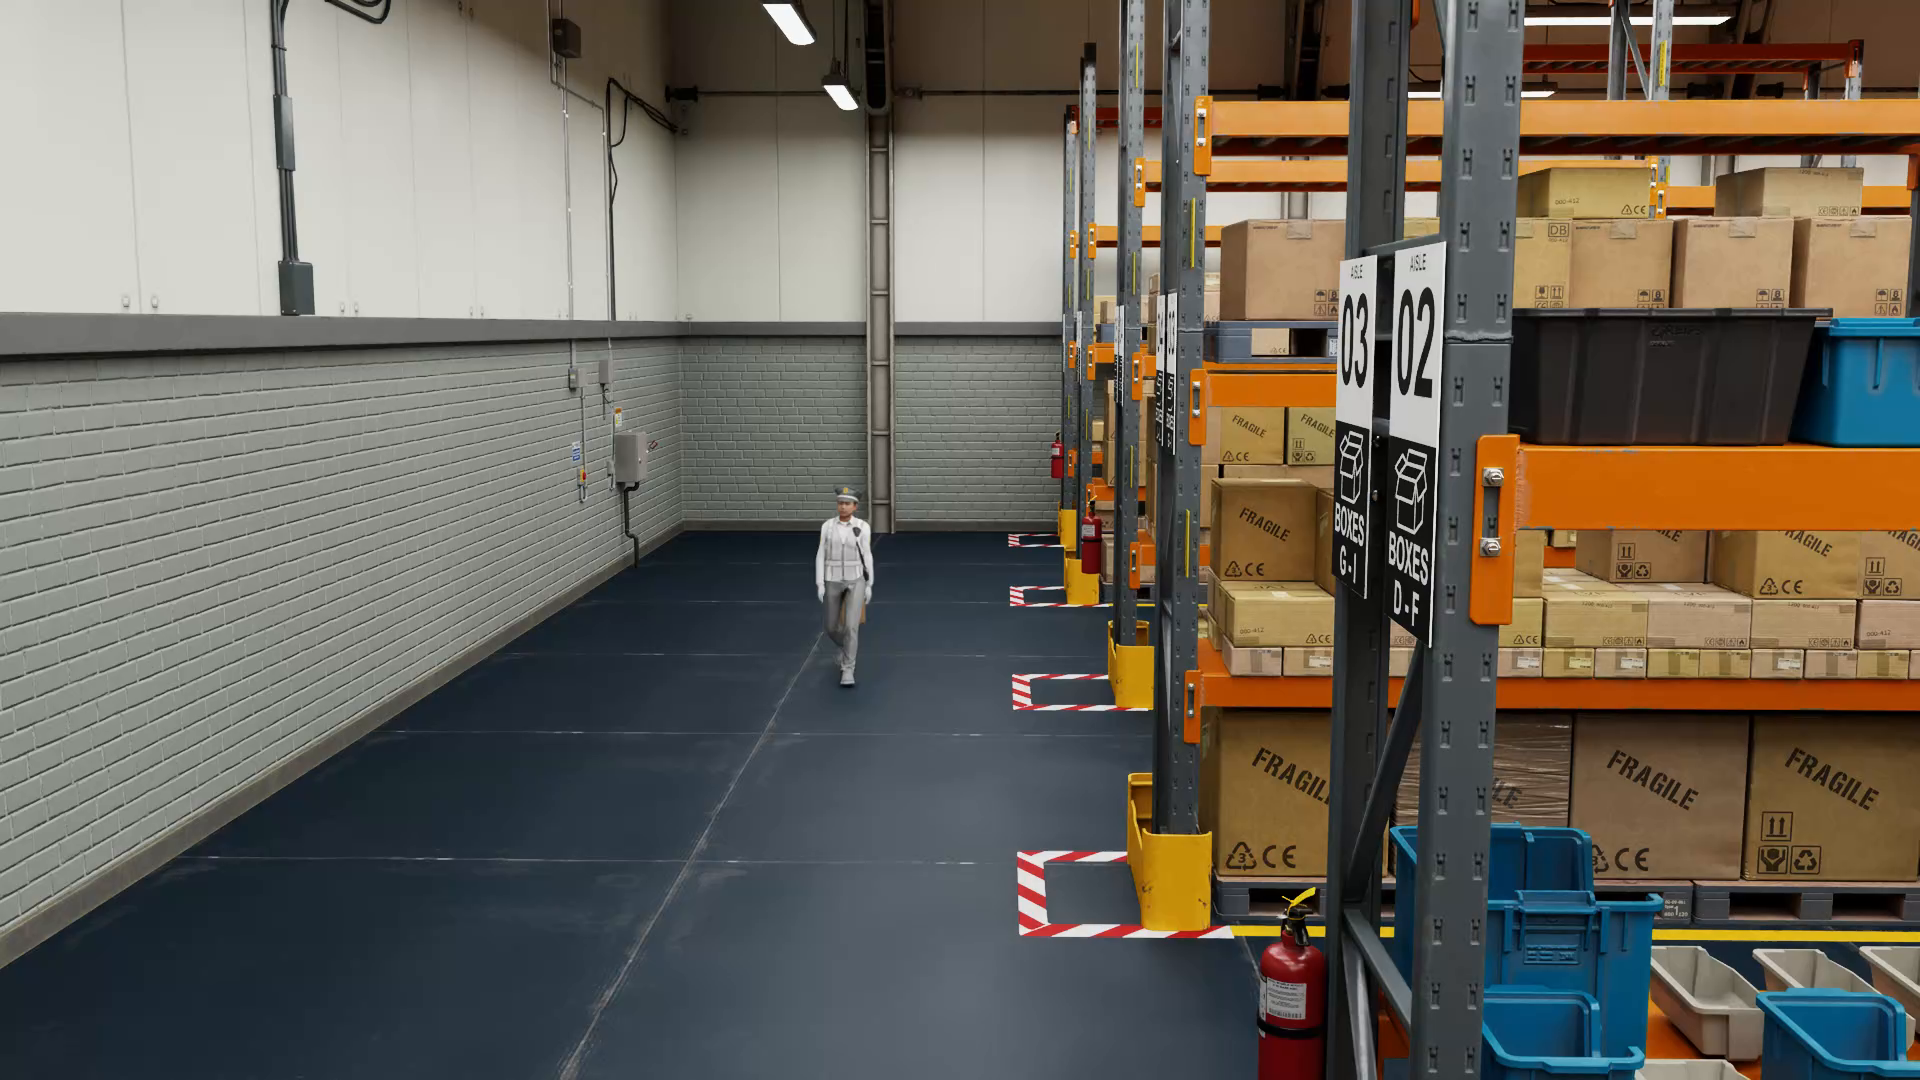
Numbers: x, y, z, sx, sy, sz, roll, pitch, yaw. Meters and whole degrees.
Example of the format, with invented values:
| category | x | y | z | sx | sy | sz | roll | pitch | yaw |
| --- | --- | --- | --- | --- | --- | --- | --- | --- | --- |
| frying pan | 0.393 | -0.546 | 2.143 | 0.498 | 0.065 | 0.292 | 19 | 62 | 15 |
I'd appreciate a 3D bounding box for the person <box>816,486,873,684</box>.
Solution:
| category | x | y | z | sx | sy | sz | roll | pitch | yaw |
| --- | --- | --- | --- | --- | --- | --- | --- | --- | --- |
| person | -0.991 | 0.358 | 14.284 | 0.493 | 1.663 | 0.762 | 1 | 7 | 4 |
